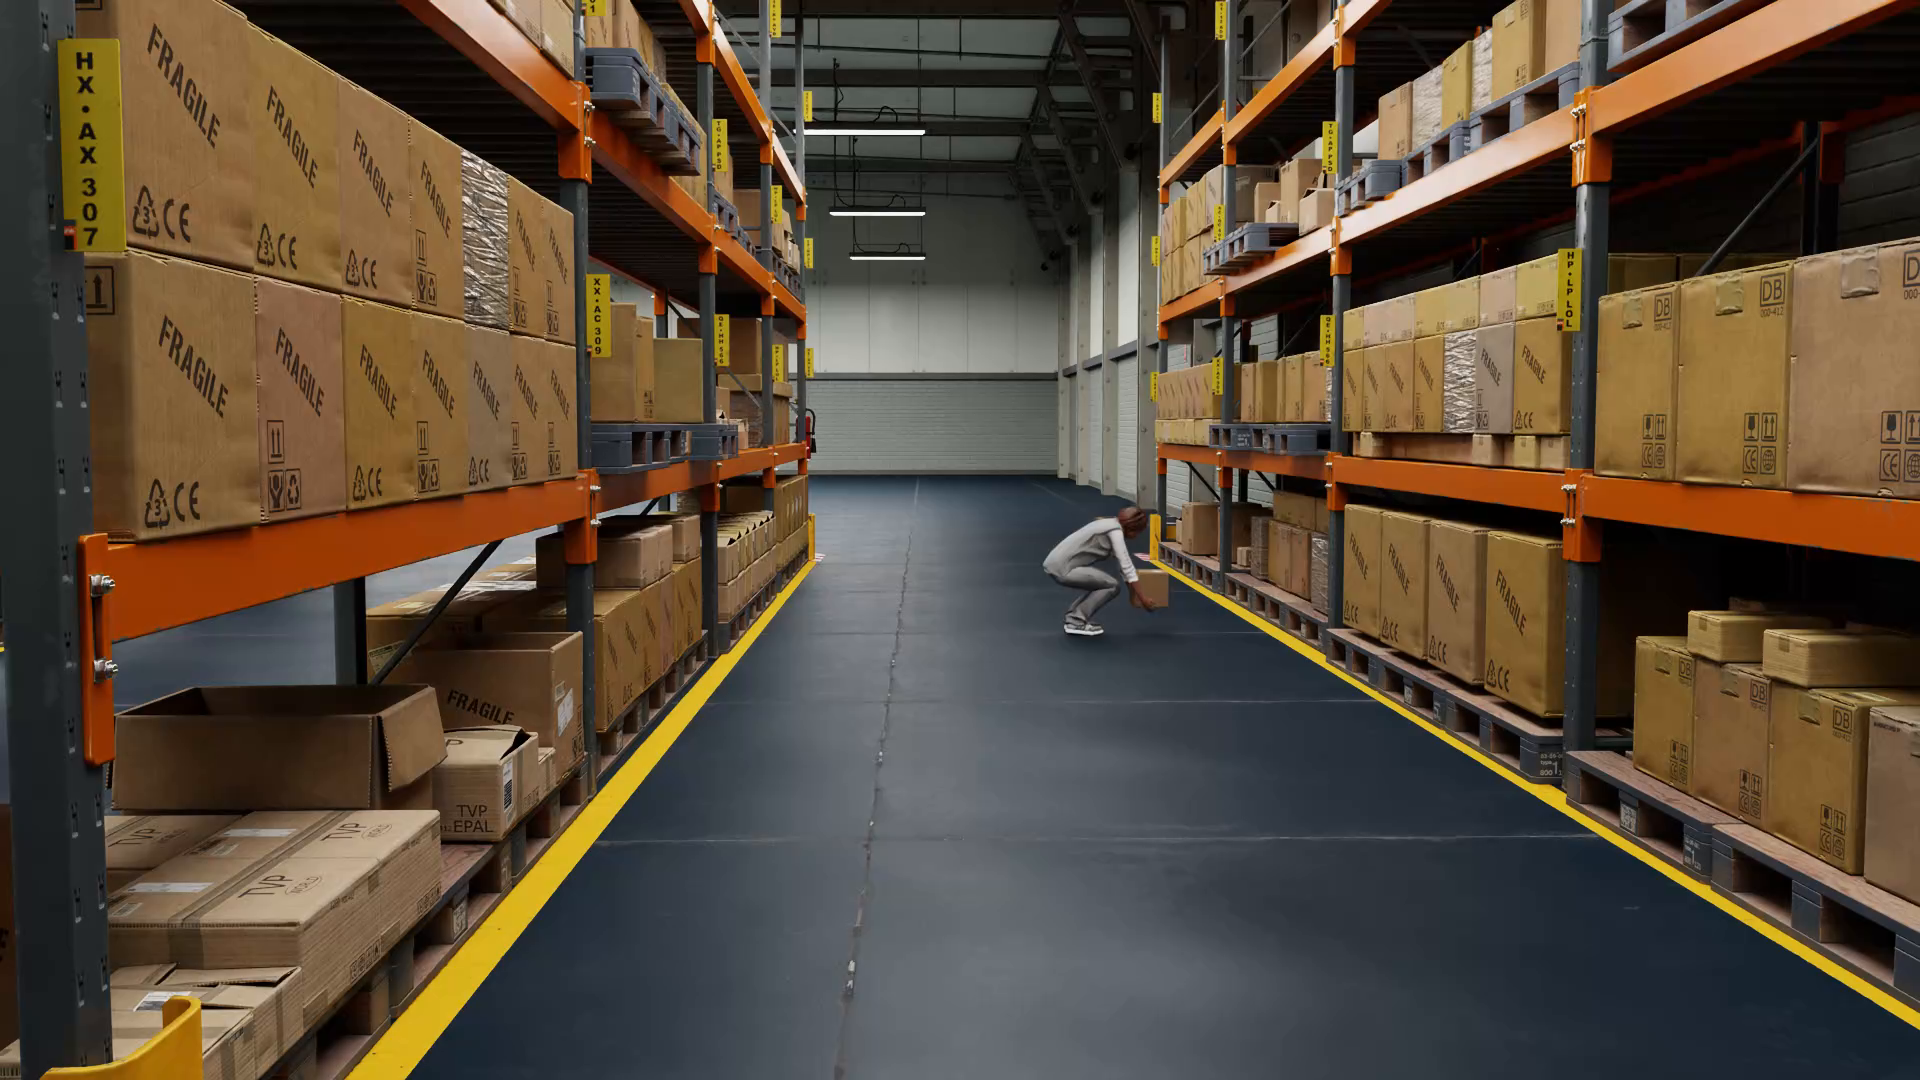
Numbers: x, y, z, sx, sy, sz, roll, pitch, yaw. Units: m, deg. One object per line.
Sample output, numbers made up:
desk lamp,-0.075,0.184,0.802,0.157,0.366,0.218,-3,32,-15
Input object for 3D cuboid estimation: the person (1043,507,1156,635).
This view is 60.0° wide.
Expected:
person,0.999,0.217,12.033,0.806,0.918,0.446,0,4,-2
